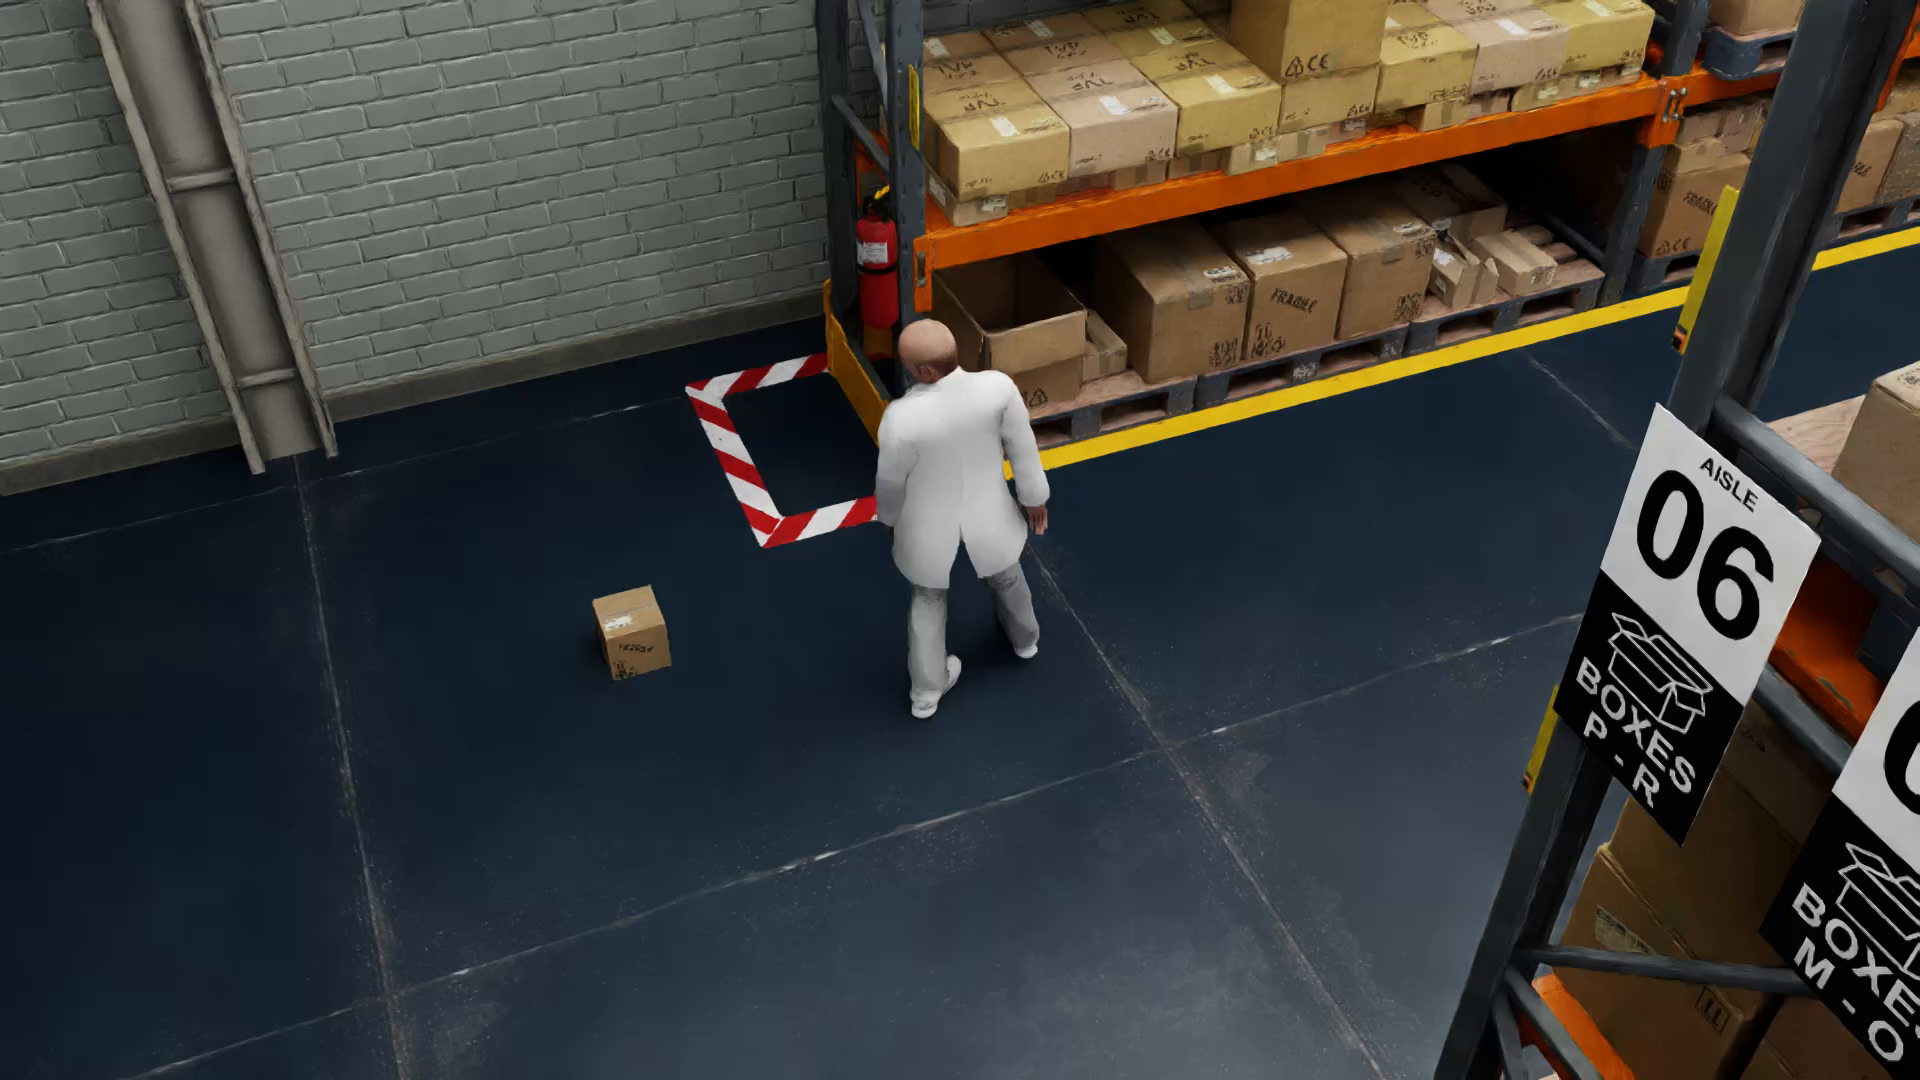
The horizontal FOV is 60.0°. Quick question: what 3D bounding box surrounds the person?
[{"bbox_3d":[-0.005,-0.142,6.361,0.683,1.773,0.608,-8,42,-9],"label":"person"}]
